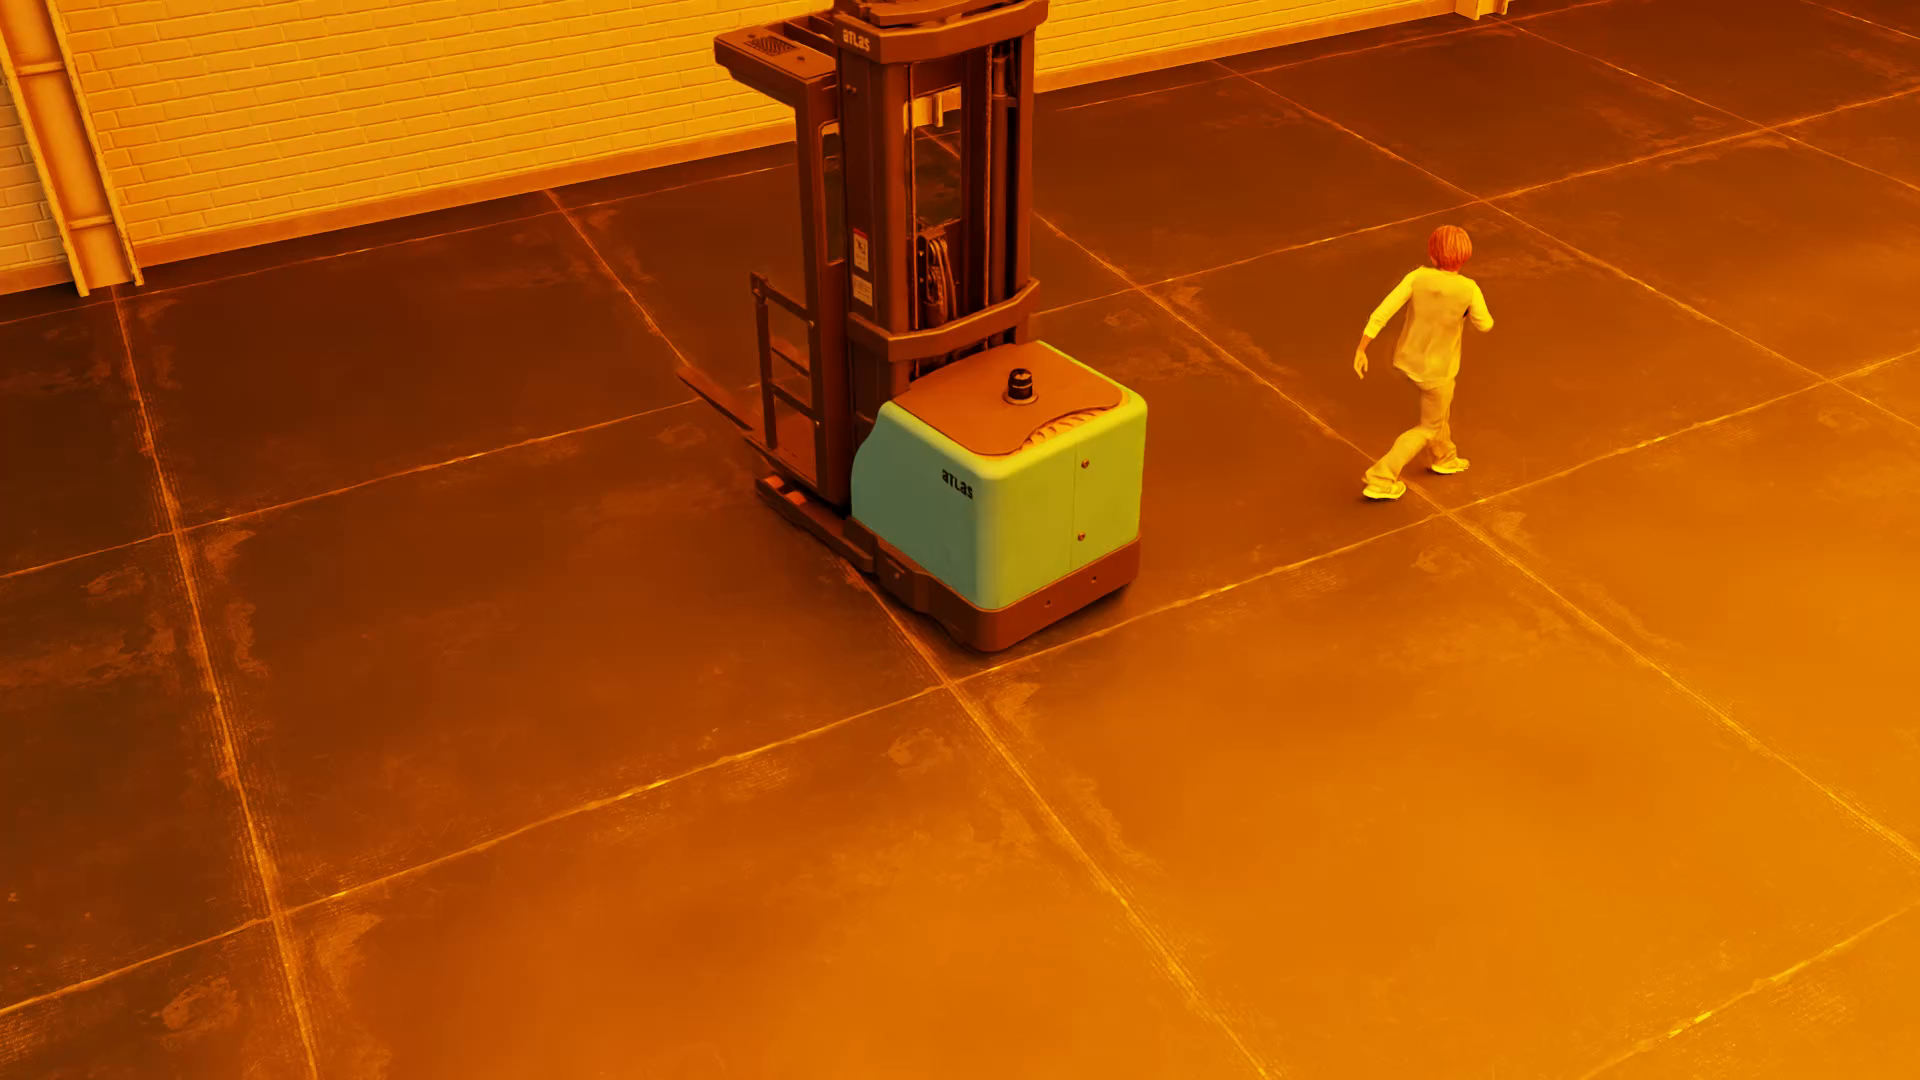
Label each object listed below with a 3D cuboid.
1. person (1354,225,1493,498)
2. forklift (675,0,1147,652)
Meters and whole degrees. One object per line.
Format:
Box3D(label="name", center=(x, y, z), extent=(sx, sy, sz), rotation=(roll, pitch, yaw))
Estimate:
Box3D(label="person", center=(2.462, -0.925, 8.684), extent=(0.838, 1.538, 0.428), rotation=(-23, 41, -29))
Box3D(label="forklift", center=(-0.436, -1.453, 8.179), extent=(1.130, 2.935, 3.031), rotation=(-26, 43, -31))
